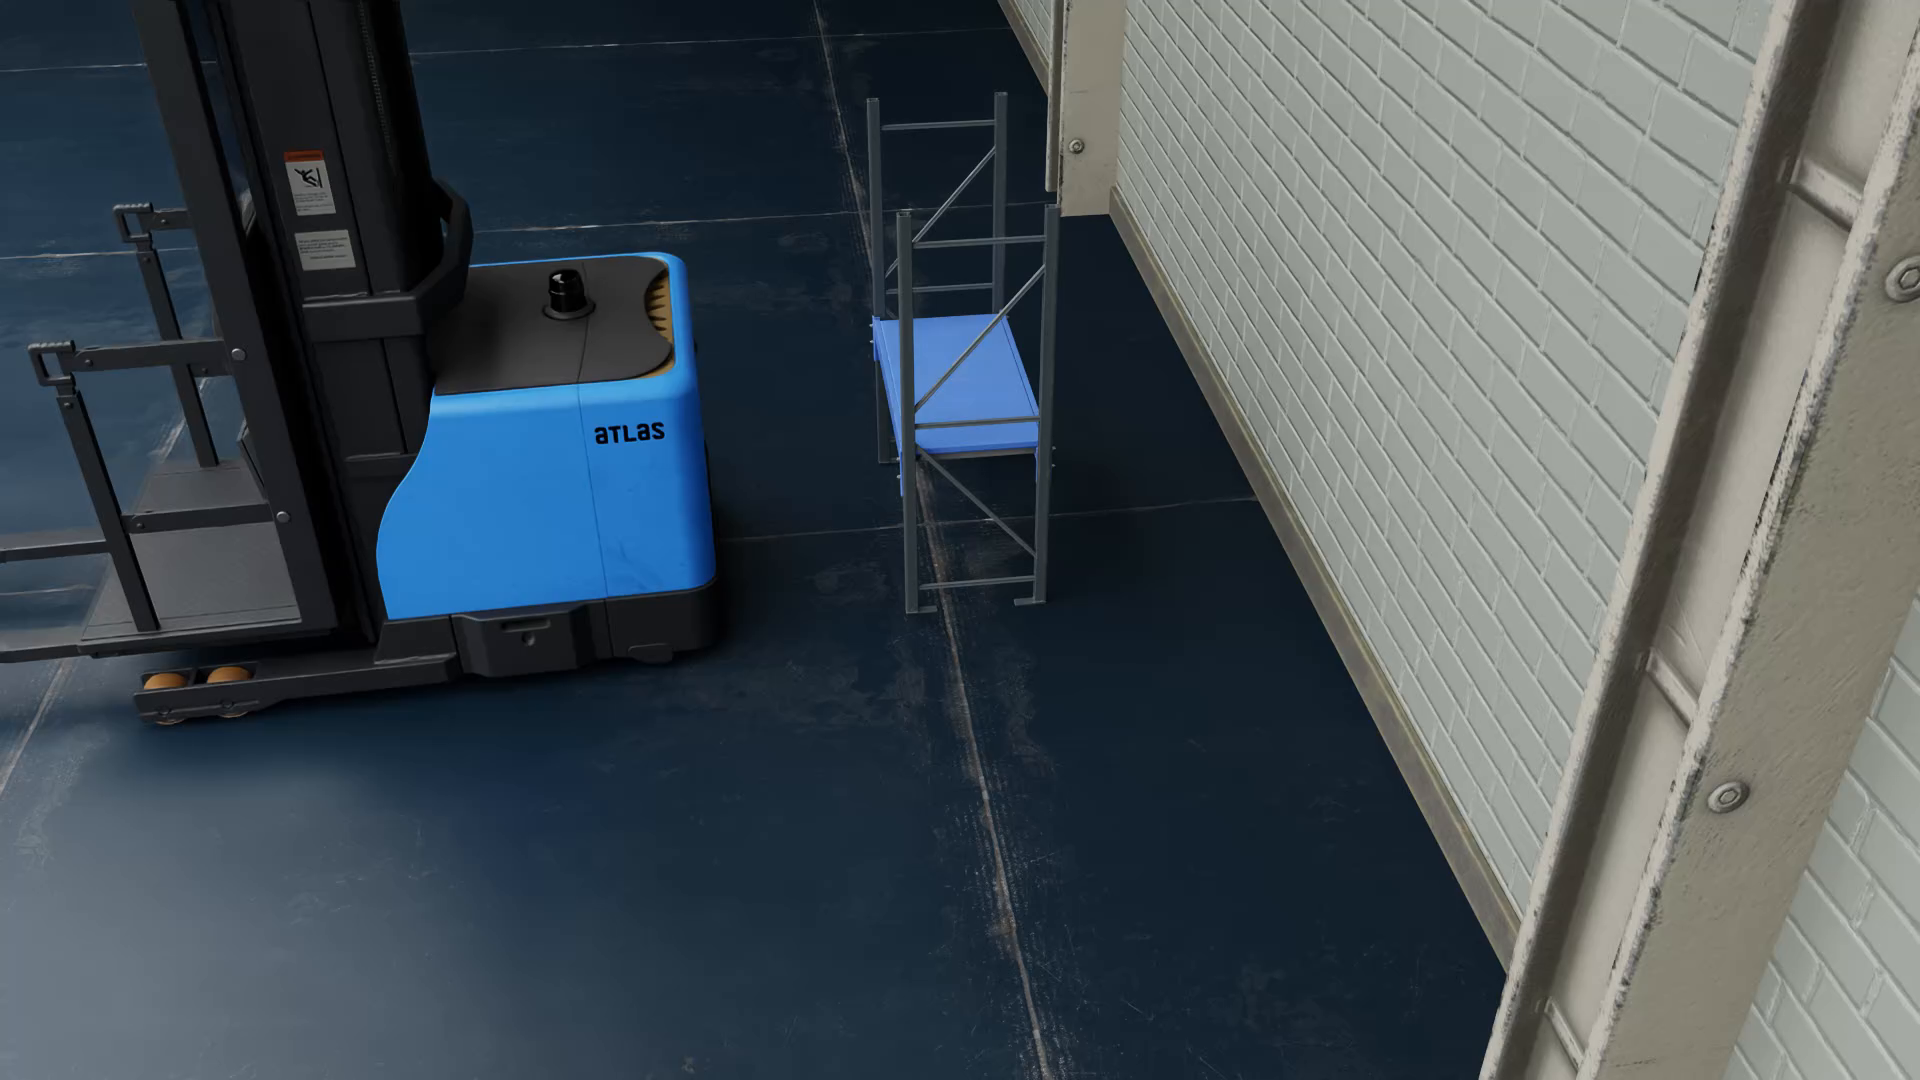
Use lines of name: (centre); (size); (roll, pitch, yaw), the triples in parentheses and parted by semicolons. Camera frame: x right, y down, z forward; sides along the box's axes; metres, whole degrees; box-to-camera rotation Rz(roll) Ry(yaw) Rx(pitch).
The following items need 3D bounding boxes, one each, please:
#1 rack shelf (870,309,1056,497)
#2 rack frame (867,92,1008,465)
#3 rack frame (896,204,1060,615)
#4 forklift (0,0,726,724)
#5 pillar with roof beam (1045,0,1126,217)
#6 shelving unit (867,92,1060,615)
rack shelf: (-0.011, -0.519, 5.999); (0.538, 0.185, 1.000); (-4, 35, -6)
rack frame: (-0.080, -0.951, 6.314); (0.500, 1.500, 0.032); (-4, 35, -6)
rack frame: (0.057, -0.384, 5.481); (0.500, 1.500, 0.032); (-4, 35, -6)
forklift: (-2.365, -0.937, 5.023); (3.031, 2.935, 1.130); (-6, 35, -8)
pillar with roof beam: (-3.622, -5.216, 5.913); (9.100, 9.000, 0.400); (-4, 35, -6)
shelving unit: (-0.011, -0.667, 5.897); (0.538, 1.500, 1.048); (-4, 35, -6)
